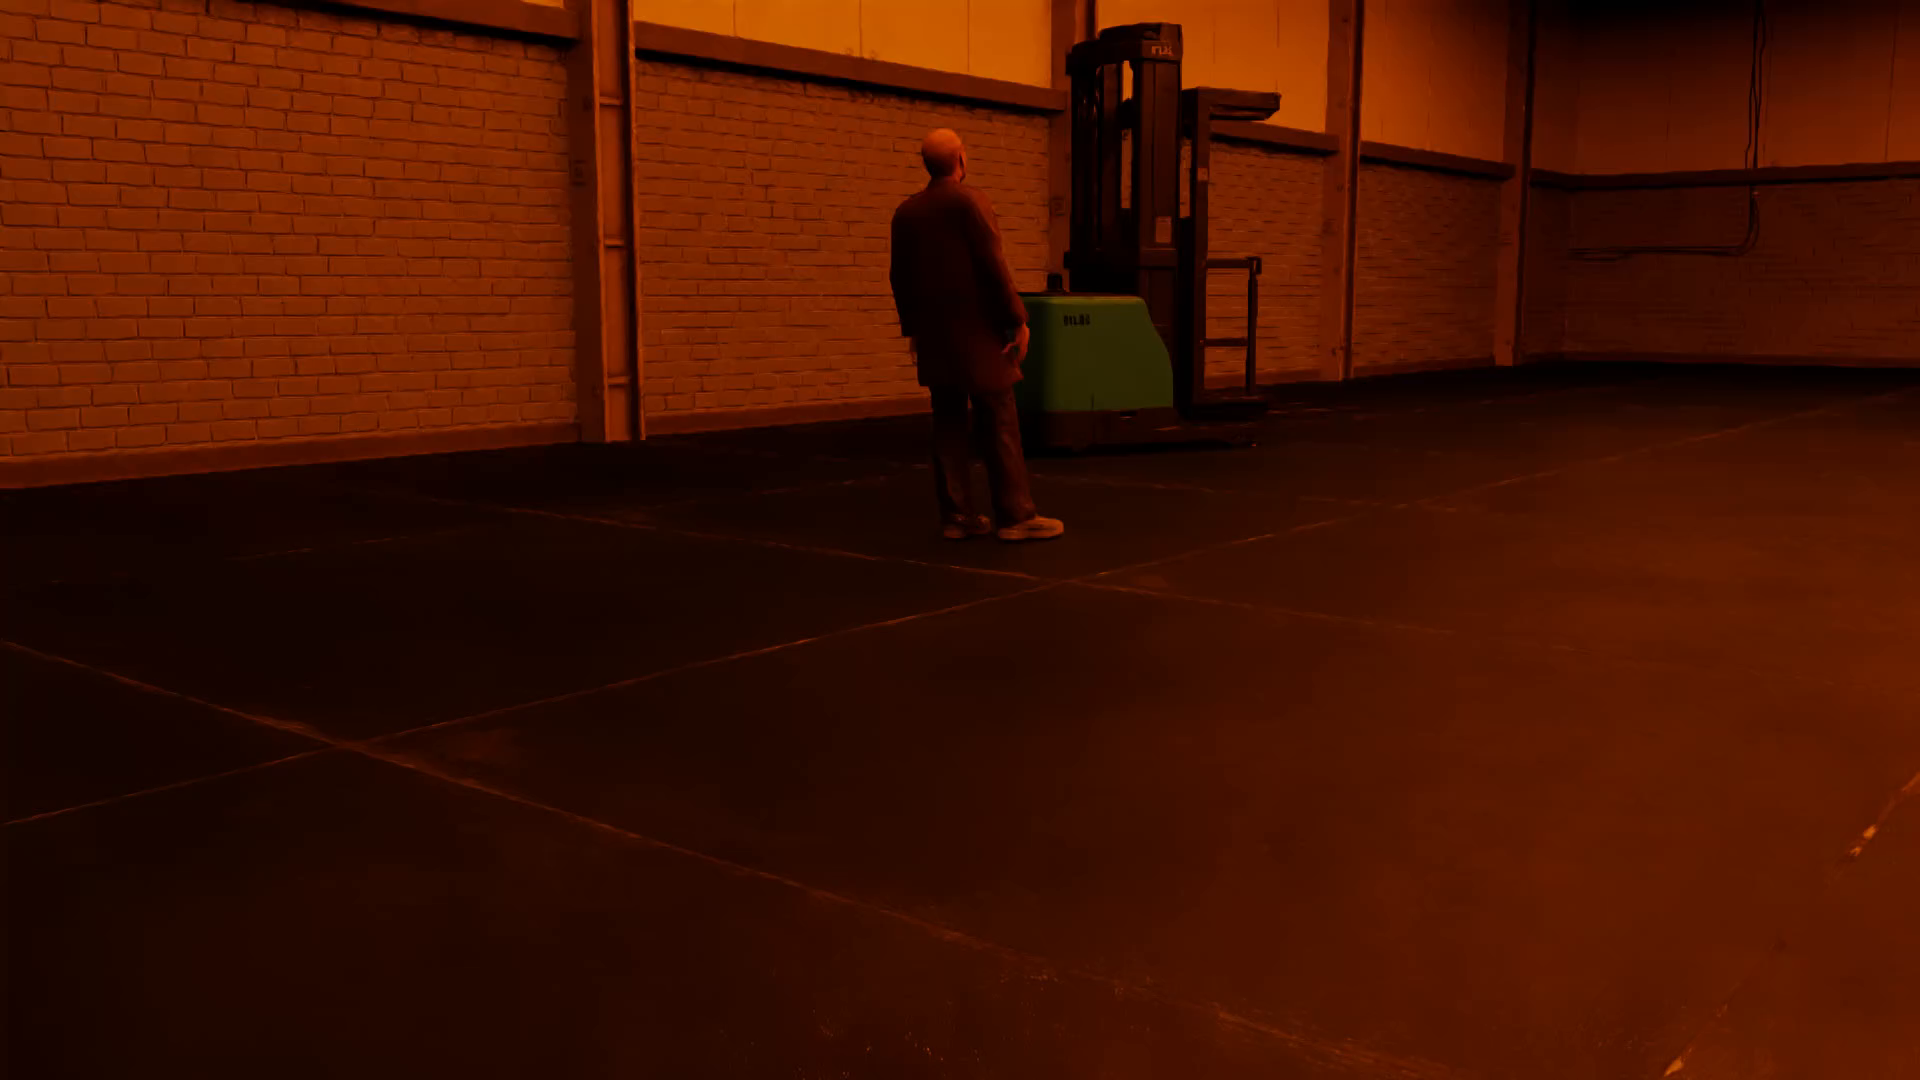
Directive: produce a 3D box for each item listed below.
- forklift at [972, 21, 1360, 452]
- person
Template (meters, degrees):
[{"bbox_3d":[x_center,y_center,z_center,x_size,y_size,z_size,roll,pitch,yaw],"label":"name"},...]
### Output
[{"bbox_3d":[1.618,-2.176,12.151,3.031,2.935,1.130,-5,10,-31],"label":"forklift"},{"bbox_3d":[0.061,-0.896,7.343,0.694,1.776,0.580,7,11,38],"label":"person"}]
